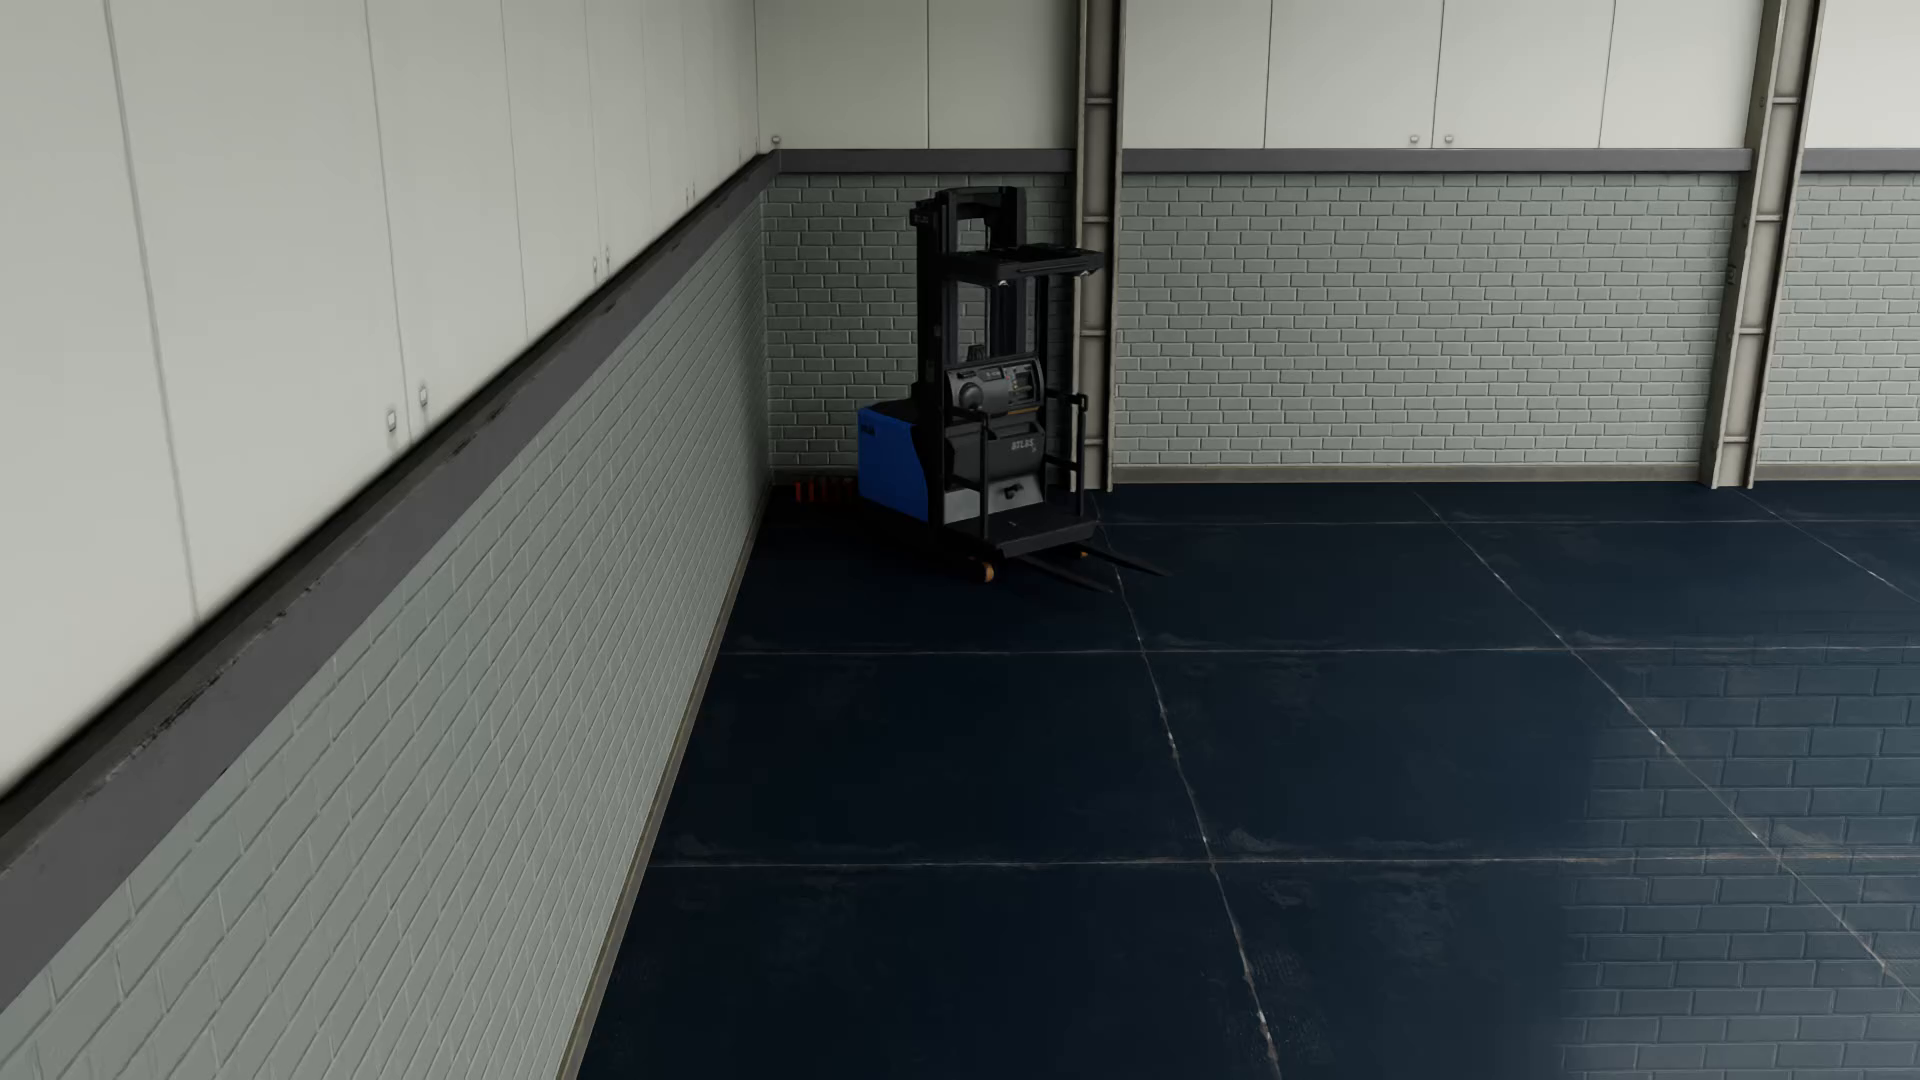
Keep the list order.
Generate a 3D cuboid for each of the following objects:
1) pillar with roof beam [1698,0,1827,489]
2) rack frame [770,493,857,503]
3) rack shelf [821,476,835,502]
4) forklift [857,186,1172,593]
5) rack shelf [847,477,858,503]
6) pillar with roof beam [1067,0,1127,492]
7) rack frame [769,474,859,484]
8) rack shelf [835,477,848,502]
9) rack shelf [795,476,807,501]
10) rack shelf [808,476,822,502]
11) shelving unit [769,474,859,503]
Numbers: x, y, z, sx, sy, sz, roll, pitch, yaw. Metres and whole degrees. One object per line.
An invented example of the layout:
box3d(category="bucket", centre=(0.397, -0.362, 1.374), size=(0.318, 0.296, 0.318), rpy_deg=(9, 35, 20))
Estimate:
box3d(category="pillar with roof beam", centre=(7.283, -3.497, 10.217), size=(0.400, 9.000, 9.100), rpy_deg=(0, 18, -1))
box3d(category="rack frame", centre=(-1.120, -0.380, 15.210), size=(1.200, 0.006, 0.240), rpy_deg=(1, 18, 5))
box3d(category="rack shelf", centre=(-1.196, -0.469, 15.189), size=(0.103, 0.180, 0.258), rpy_deg=(1, 18, 5))
box3d(category="forklift", centre=(0.415, -1.228, 13.076), size=(1.130, 2.935, 3.031), rpy_deg=(-13, 22, -35))
box3d(category="rack shelf", centre=(-0.957, -0.463, 15.166), size=(0.103, 0.180, 0.258), rpy_deg=(1, 18, 5))
box3d(category="pillar with roof beam", centre=(1.283, -3.468, 10.127), size=(0.400, 9.000, 9.100), rpy_deg=(0, 18, -1))
box3d(category="rack frame", centre=(-1.121, -0.554, 15.154), size=(1.200, 0.006, 0.240), rpy_deg=(1, 18, 5))
box3d(category="rack shelf", centre=(-1.077, -0.466, 15.178), size=(0.103, 0.180, 0.258), rpy_deg=(1, 18, 5))
box3d(category="rack shelf", centre=(-1.435, -0.475, 15.212), size=(0.103, 0.180, 0.258), rpy_deg=(1, 18, 5))
box3d(category="rack shelf", centre=(-1.316, -0.472, 15.201), size=(0.103, 0.180, 0.258), rpy_deg=(1, 18, 5))
box3d(category="shelving unit", centre=(-1.121, -0.467, 15.182), size=(1.200, 0.189, 0.258), rpy_deg=(1, 18, 5))
